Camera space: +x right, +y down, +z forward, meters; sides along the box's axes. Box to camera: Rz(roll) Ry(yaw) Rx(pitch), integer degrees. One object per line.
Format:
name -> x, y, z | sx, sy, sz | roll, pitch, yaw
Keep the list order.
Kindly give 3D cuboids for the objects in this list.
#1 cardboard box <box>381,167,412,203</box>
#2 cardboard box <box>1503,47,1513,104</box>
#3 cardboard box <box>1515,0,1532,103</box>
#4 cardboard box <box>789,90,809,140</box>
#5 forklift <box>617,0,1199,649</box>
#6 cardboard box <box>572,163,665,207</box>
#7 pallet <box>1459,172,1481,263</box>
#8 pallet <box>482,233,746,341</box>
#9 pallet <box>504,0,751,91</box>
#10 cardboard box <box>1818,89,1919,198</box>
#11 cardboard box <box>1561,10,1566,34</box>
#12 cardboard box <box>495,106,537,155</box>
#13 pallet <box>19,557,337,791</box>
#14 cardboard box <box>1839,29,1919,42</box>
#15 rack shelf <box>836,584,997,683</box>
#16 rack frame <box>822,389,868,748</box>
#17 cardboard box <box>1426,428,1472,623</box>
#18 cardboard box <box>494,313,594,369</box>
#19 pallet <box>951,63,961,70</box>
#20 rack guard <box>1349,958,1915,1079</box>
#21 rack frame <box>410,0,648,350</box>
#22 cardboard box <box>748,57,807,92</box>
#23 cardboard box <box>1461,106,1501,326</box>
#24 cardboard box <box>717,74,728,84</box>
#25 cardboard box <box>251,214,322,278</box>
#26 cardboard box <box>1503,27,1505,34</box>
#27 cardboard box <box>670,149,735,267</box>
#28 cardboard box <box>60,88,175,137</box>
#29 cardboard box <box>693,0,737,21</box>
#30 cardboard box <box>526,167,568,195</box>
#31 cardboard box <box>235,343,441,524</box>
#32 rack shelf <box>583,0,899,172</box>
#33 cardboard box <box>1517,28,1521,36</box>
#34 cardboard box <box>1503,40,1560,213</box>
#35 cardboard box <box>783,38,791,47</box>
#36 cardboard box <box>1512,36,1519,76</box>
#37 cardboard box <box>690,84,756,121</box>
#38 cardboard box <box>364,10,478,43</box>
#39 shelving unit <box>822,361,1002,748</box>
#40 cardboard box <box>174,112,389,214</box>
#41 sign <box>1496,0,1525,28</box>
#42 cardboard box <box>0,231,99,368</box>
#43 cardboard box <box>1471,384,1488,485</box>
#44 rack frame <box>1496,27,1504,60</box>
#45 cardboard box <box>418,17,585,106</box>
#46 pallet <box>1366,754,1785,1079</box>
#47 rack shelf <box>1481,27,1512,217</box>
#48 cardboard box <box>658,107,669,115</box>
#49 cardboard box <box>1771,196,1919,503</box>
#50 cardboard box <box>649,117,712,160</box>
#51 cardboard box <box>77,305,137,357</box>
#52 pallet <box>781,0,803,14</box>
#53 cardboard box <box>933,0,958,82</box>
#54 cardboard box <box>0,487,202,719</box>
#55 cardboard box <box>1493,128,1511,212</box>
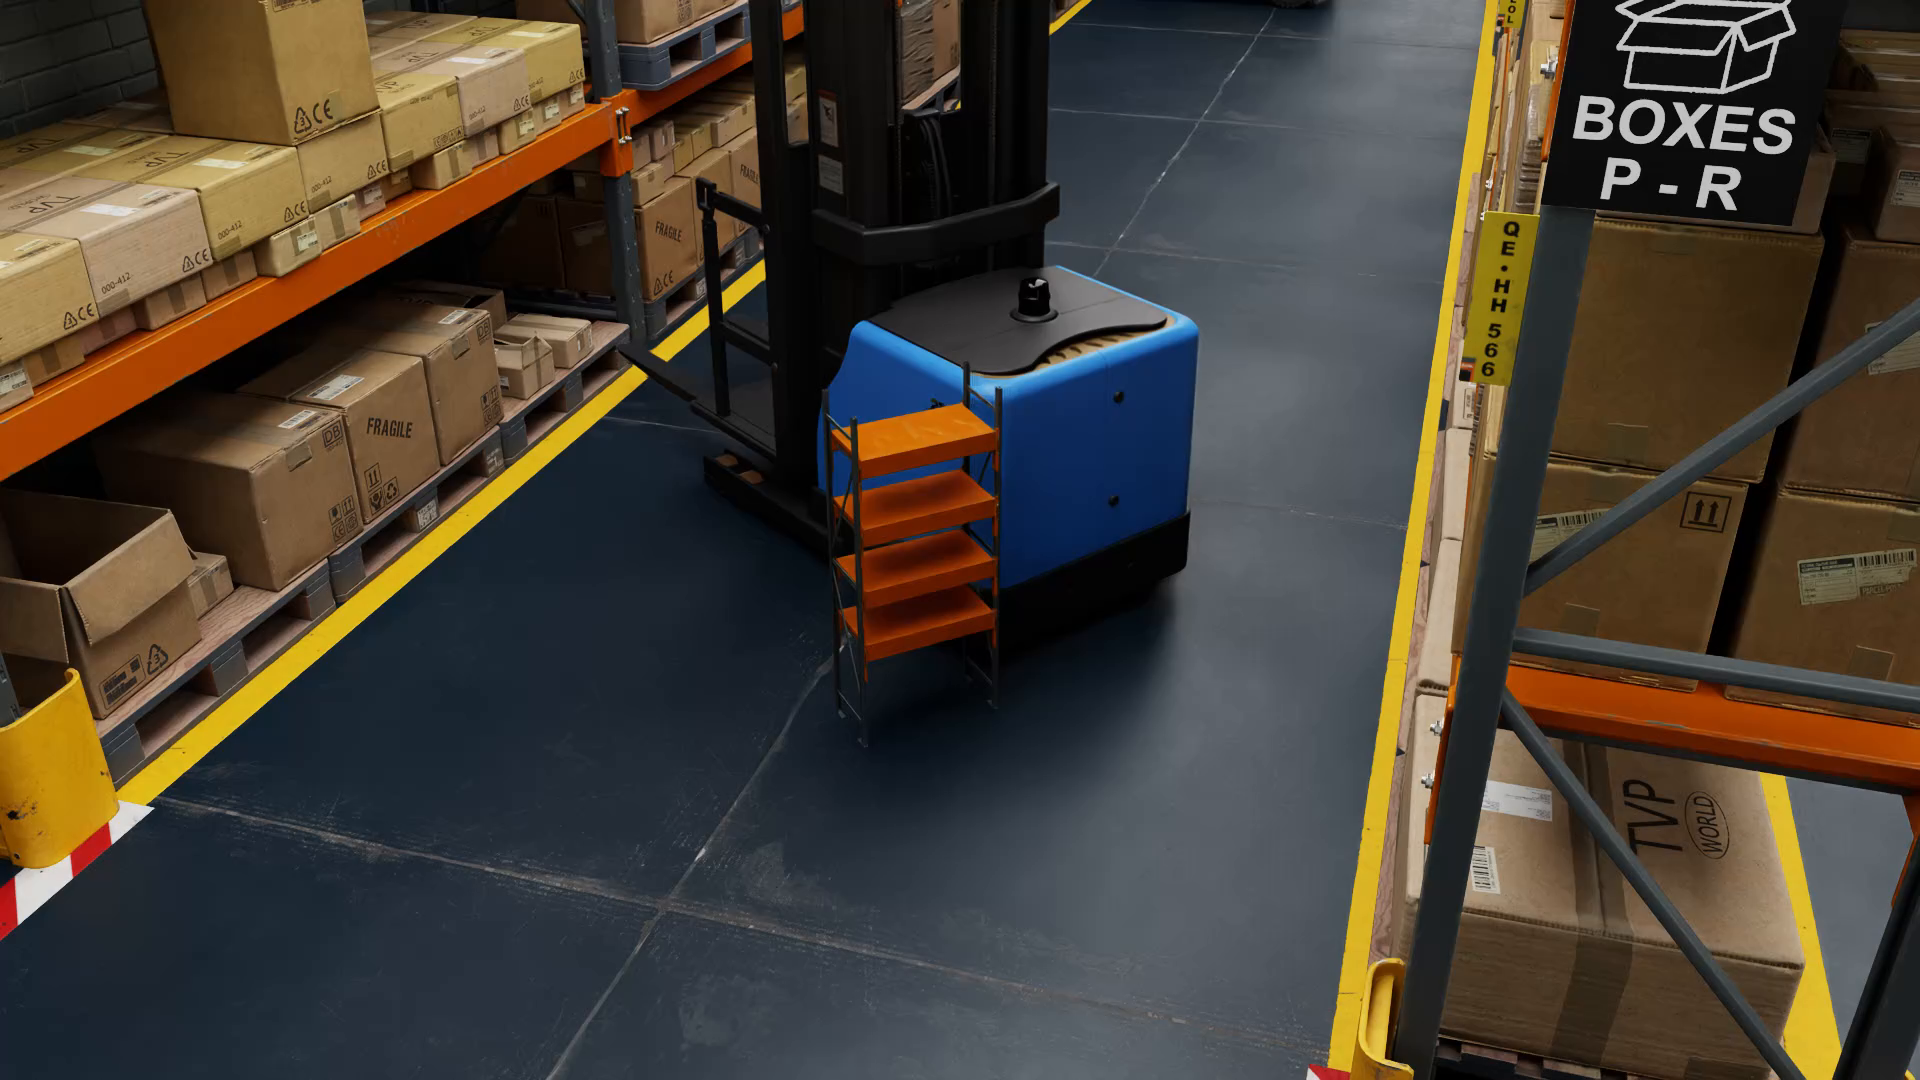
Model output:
cardboard box -> -2.376, -1.417, 6.471 | 0.380, 0.149, 0.250 | 9, 30, 16
cardboard box -> 2.706, -2.013, 7.438 | 0.500, 0.250, 0.500 | 8, 30, 14
cardboard box -> 2.139, -1.658, 5.513 | 0.500, 0.500, 0.500 | 8, 30, 14
cardboard box -> -1.134, -2.553, 10.392 | 0.500, 0.500, 0.500 | 10, 31, 17
forklift -> -0.437, -1.541, 6.505 | 1.130, 2.935, 3.031 | -21, 36, -33
cardboard box -> -1.722, -1.808, 8.386 | 0.380, 0.149, 0.250 | 10, 31, 17
pallet -> 3.536, -1.883, 9.917 | 1.003, 0.211, 1.213 | 8, 30, 15
pallet -> -1.879, -1.469, 9.174 | 1.003, 0.211, 1.213 | 8, 30, 15
pallet -> -1.742, -2.576, 8.493 | 1.003, 0.211, 1.213 | 8, 30, 15
cardboard box -> 1.869, -0.760, 3.233 | 0.380, 0.149, 0.250 | 9, 30, 16
cardboard box -> 1.727, -1.299, 4.201 | 0.380, 0.149, 0.250 | 9, 30, 16
cardboard box -> -2.042, -1.762, 7.090 | 0.380, 0.149, 0.250 | 9, 30, 16
pallet -> -3.000, 0.367, 5.873 | 1.003, 0.211, 1.213 | 8, 30, 15
cardboard box -> 2.141, -1.119, 3.878 | 0.380, 0.149, 0.250 | 9, 30, 15
rack shelf -> -0.147, 0.292, 5.538 | 0.480, 0.148, 0.258 | -14, 32, -23
rack frame -> -0.365, 0.113, 5.313 | 0.015, 1.200, 0.240 | -14, 32, -23
cardboard box -> 2.116, 0.031, 5.813 | 0.875, 0.438, 0.875 | 8, 30, 13
cardboard box -> -1.964, -0.941, 7.857 | 0.380, 0.149, 0.250 | 8, 30, 13
pallet -> -0.268, -3.887, 13.520 | 1.003, 0.211, 1.213 | 8, 30, 15
rack guard -> 1.484, 1.365, 3.783 | 1.175, 0.500, 0.348 | 8, 30, 15
rack frame -> -2.081, -2.304, 7.807 | 1.000, 3.000, 0.127 | 8, 30, 15
cardboard box -> -1.101, -2.909, 10.365 | 0.380, 0.149, 0.250 | 9, 30, 16
cardboard box -> 3.028, -1.573, 8.246 | 0.875, 0.875, 0.875 | 9, 30, 16
cardboard box -> -1.657, -2.852, 10.263 | 0.380, 0.149, 0.250 | 8, 30, 14
cardboard box -> -2.471, -1.041, 5.794 | 0.380, 0.149, 0.250 | 8, 30, 13
cardboard box -> 4.654, -3.772, 12.716 | 0.950, 0.372, 0.625 | 10, 31, 18
cardboard box -> -1.577, -1.837, 9.106 | 0.500, 0.500, 0.500 | 8, 30, 14
cardboard box -> -2.918, -1.473, 6.161 | 0.500, 0.250, 0.500 | 8, 30, 15
cardboard box -> -1.573, -2.965, 8.460 | 0.700, 0.500, 0.500 | 9, 30, 15
cardboard box -> -2.249, -1.891, 8.536 | 0.380, 0.149, 0.250 | 7, 30, 13
cardboard box -> -2.446, -0.431, 6.578 | 0.500, 0.500, 0.500 | 9, 30, 16
rack shelf -> -1.494, -2.919, 9.653 | 1.077, 0.370, 4.000 | 8, 30, 15
cardboard box -> 2.556, -2.322, 6.707 | 0.500, 0.500, 0.500 | 9, 30, 16
cardboard box -> 1.678, -0.954, 4.248 | 0.500, 0.500, 0.500 | 8, 30, 15
cardboard box -> -1.358, -3.340, 11.141 | 0.380, 0.149, 0.250 | 10, 31, 17
cardboard box -> 2.562, -1.990, 6.882 | 0.500, 0.250, 0.500 | 8, 30, 15
cardboard box -> -1.347, -2.553, 9.726 | 0.380, 0.149, 0.250 | 9, 30, 15
cardboard box -> -2.485, -2.177, 7.427 | 0.500, 0.250, 0.500 | 8, 30, 14
shelving unit -> -0.147, 0.059, 5.409 | 0.503, 1.200, 0.258 | -14, 32, -23
cardboard box -> -2.441, -1.393, 6.018 | 0.500, 0.250, 0.500 | 8, 30, 14
sign -> 2.143, -2.142, 6.406 | 0.100, 0.325, 0.005 | 8, 30, 15
cardboard box -> -2.865, -0.682, 4.739 | 0.500, 0.250, 0.500 | 9, 30, 15
cardboard box -> 1.541, -0.276, 4.057 | 0.500, 0.500, 0.500 | 8, 30, 14
rack frame -> 5.013, -5.316, 13.220 | 1.000, 3.000, 0.127 | 8, 30, 15
cardboard box -> -1.998, -2.097, 7.283 | 0.500, 0.250, 0.500 | 9, 30, 16
pallet -> 1.651, 1.097, 4.561 | 1.003, 0.211, 1.213 | 8, 30, 15
rack shelf -> 3.252, -2.213, 8.382 | 1.077, 0.370, 4.000 | 8, 30, 15
cardboard box -> -1.910, -2.499, 9.628 | 0.380, 0.149, 0.250 | 9, 30, 16
cardboard box -> 1.904, -0.402, 3.256 | 0.500, 0.500, 0.500 | 8, 30, 14
cardboard box -> -1.582, -2.198, 9.087 | 0.380, 0.149, 0.250 | 8, 30, 14
cardboard box -> -2.822, -0.701, 5.183 | 0.380, 0.149, 0.250 | 8, 30, 14
pallet -> -1.474, -3.175, 9.569 | 1.003, 0.211, 1.213 | 8, 30, 15
cardboard box -> -0.527, -3.902, 12.689 | 0.875, 0.625, 0.625 | 9, 30, 17
cardboard box -> -2.985, 0.191, 5.457 | 0.797, 0.503, 0.637 | 7, 30, 13
cardboard box -> 1.973, -0.997, 5.354 | 0.500, 0.500, 0.500 | 9, 30, 15
